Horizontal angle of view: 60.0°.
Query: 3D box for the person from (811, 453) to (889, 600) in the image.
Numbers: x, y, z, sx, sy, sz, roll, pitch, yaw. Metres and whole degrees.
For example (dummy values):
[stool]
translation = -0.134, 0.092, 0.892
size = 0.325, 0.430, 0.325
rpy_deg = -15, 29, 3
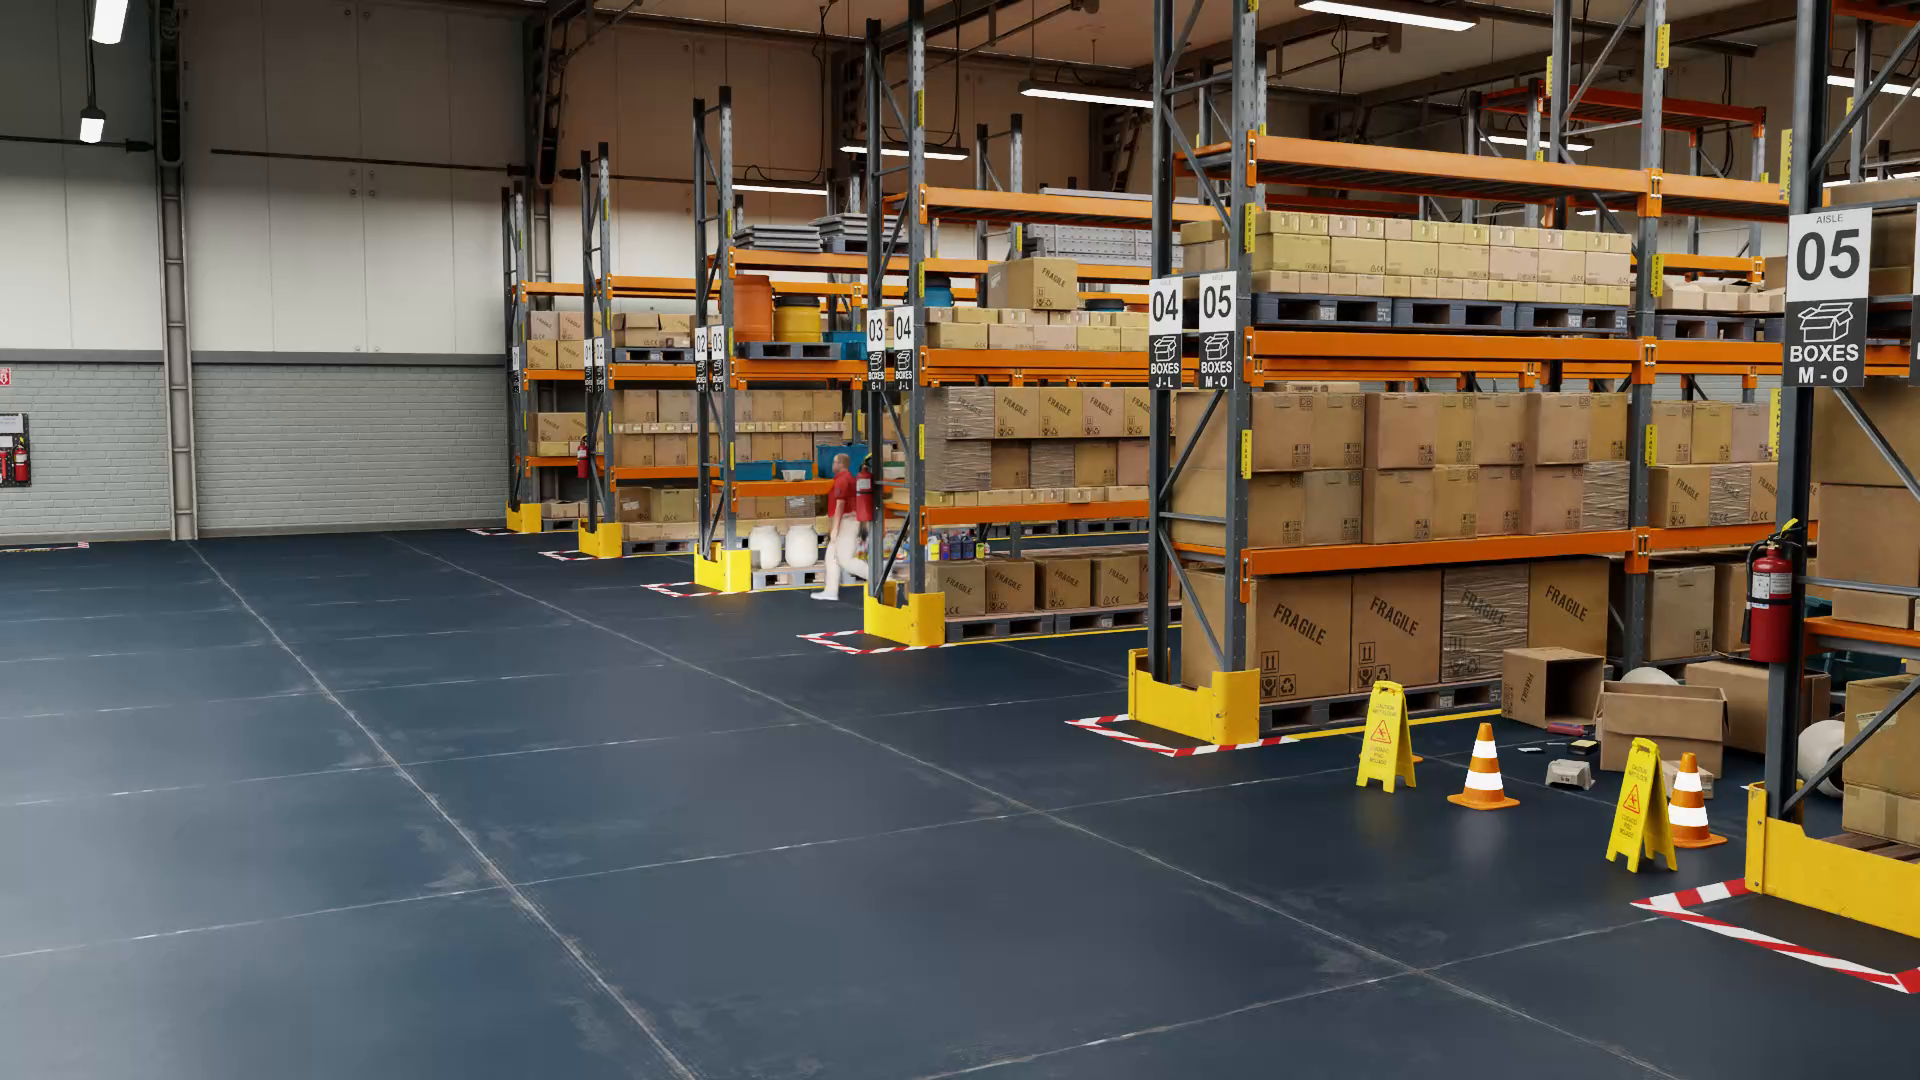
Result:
[person]
translation = -1.276, -0.144, 18.948
size = 0.920, 1.686, 0.550
rpy_deg = 1, 5, 7
